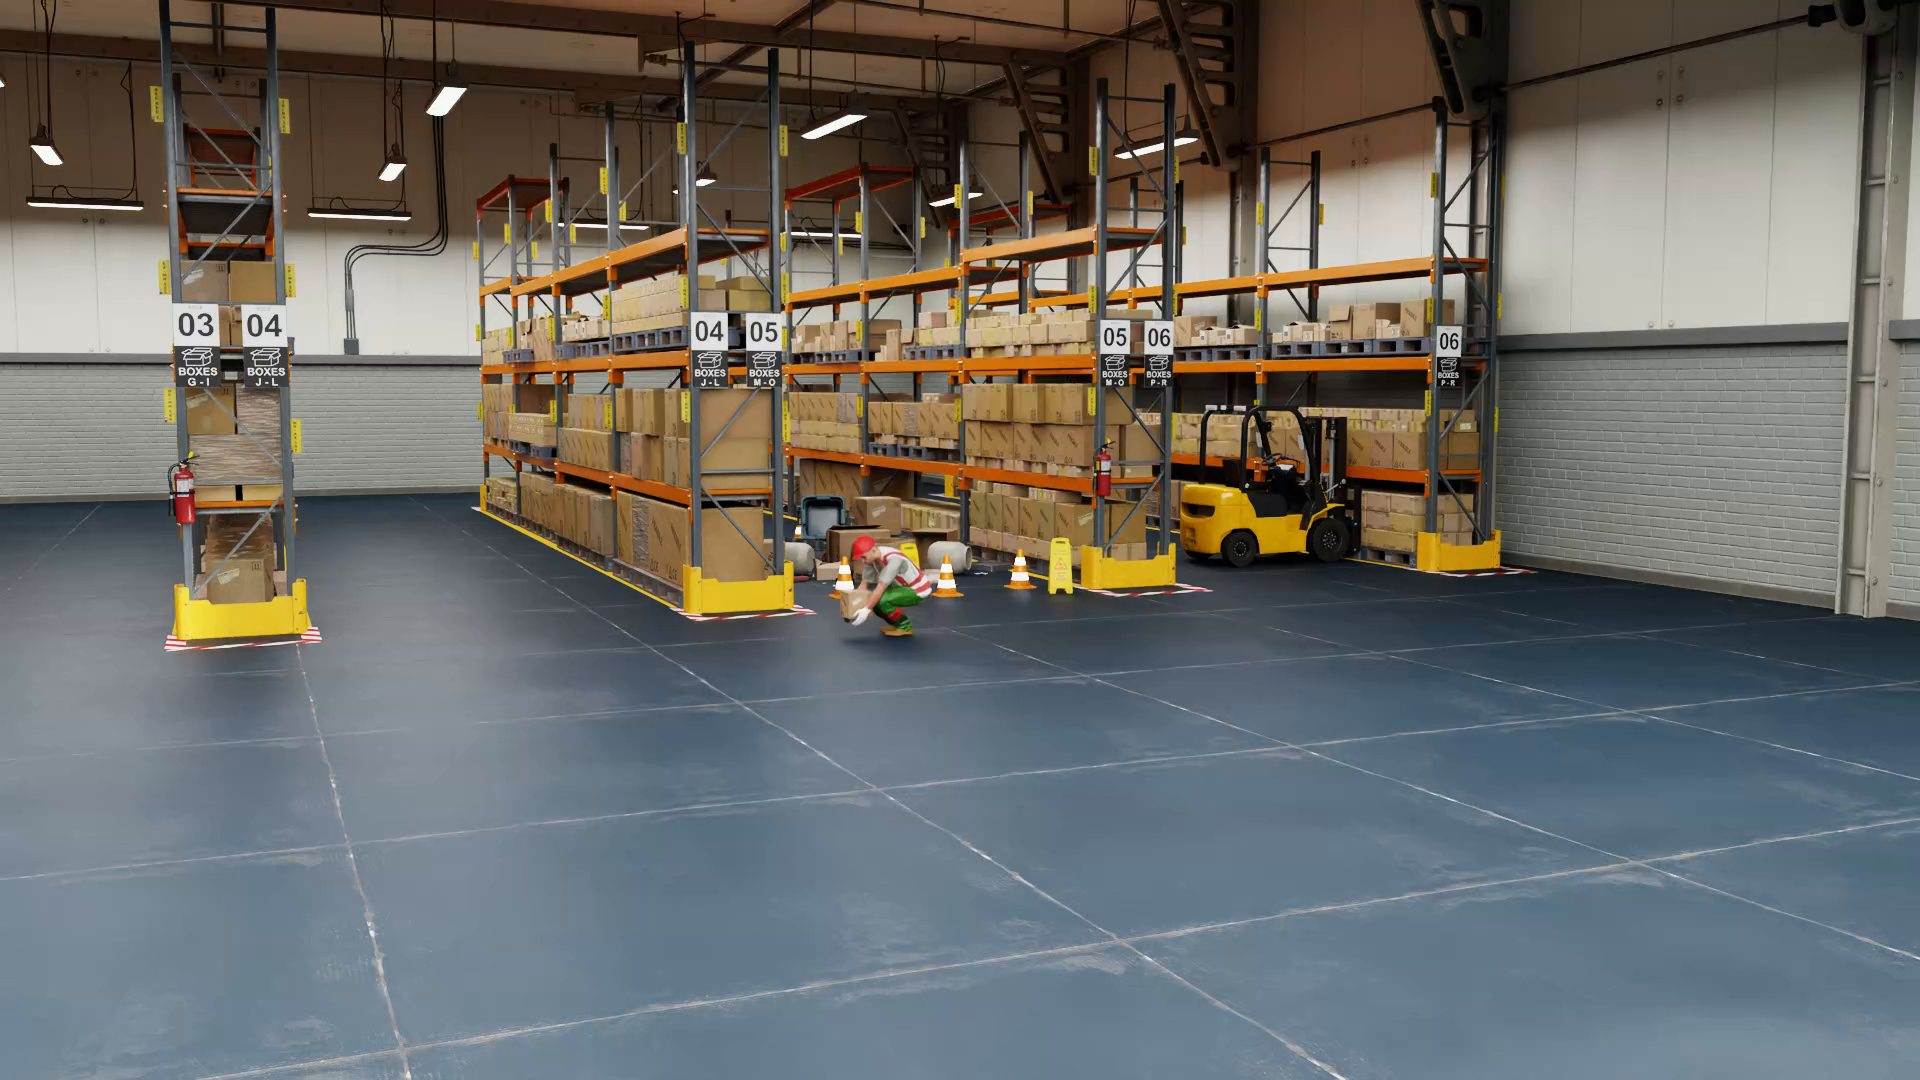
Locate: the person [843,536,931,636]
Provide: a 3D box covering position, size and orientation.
[{"bbox_3d":[-0.698,0.440,16.171,0.860,0.995,0.568,-2,6,-24],"label":"person"}]
